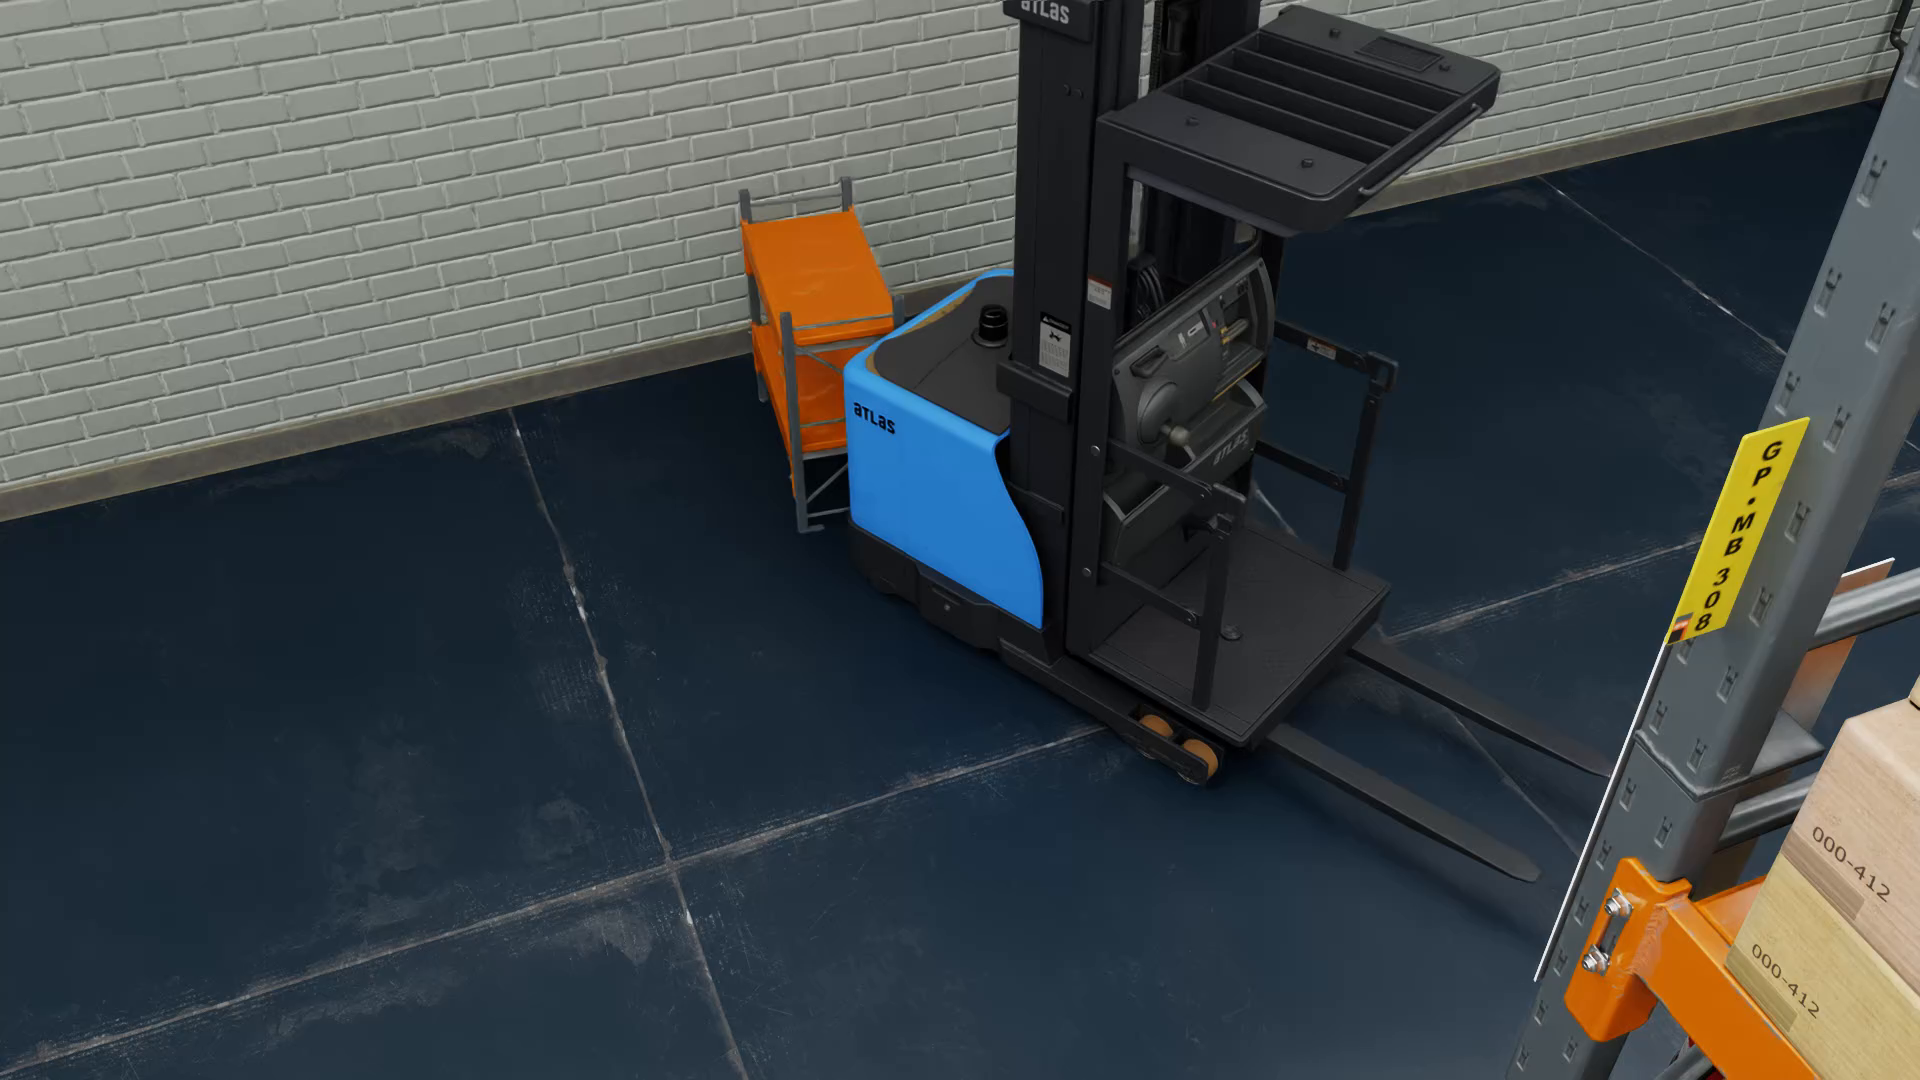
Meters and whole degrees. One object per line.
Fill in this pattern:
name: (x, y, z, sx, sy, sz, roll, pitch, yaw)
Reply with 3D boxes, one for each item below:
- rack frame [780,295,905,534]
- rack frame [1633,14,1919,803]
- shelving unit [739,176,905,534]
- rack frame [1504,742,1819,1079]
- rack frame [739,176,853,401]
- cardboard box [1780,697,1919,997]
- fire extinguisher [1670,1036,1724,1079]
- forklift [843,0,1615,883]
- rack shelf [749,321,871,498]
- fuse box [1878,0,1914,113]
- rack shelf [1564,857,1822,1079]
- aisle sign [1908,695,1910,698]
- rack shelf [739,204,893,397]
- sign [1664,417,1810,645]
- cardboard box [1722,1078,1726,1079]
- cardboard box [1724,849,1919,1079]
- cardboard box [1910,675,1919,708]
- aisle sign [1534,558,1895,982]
rack frame: (-0.468, -0.506, 6.976, 0.500, 1.125, 0.032, -10, 42, -11)
rack frame: (1.427, -0.946, 1.449, 1.000, 3.000, 0.127, -15, 43, -17)
shelving unit: (-0.598, -0.827, 7.348, 0.538, 1.125, 1.048, -10, 42, -11)
rack frame: (1.427, 1.328, 3.405, 1.000, 3.000, 0.127, -15, 43, -17)
rack frame: (-0.729, -1.147, 7.721, 0.500, 1.125, 0.032, -10, 42, -11)
cardboard box: (1.359, 0.394, 1.923, 0.500, 0.250, 0.500, -14, 43, -16)
fire extinguisher: (1.757, 1.232, 3.862, 0.296, 0.674, 0.183, -15, 43, -17)
forklift: (0.983, -0.596, 5.695, 3.031, 2.935, 1.130, 29, 48, 29)
rack shelf: (-0.598, -0.641, 7.508, 0.538, 0.278, 1.000, -10, 42, -11)
fuse box: (5.779, -3.306, 9.782, 0.539, 1.711, 0.414, -15, 43, -17)
rack shelf: (2.192, 1.669, 1.260, 1.077, 0.370, 4.000, -15, 43, -17)
aisle sign: (1.676, 0.224, 2.695, 0.394, 0.787, 0.004, -15, 43, -17)
rack shelf: (-0.598, -1.048, 7.158, 0.538, 0.278, 1.000, -10, 42, -11)
sign: (0.926, -0.005, 1.984, 0.100, 0.325, 0.005, -15, 43, -17)
cardboard box: (1.353, 1.135, 2.558, 0.500, 0.500, 0.500, -15, 43, -17)
cardboard box: (1.363, 0.582, 2.087, 0.500, 0.250, 0.500, -14, 43, -15)
cardboard box: (1.340, 0.159, 1.890, 0.380, 0.149, 0.250, -15, 43, -17)
aisle sign: (1.122, 0.374, 2.521, 0.394, 0.787, 0.004, -15, 43, -17)
